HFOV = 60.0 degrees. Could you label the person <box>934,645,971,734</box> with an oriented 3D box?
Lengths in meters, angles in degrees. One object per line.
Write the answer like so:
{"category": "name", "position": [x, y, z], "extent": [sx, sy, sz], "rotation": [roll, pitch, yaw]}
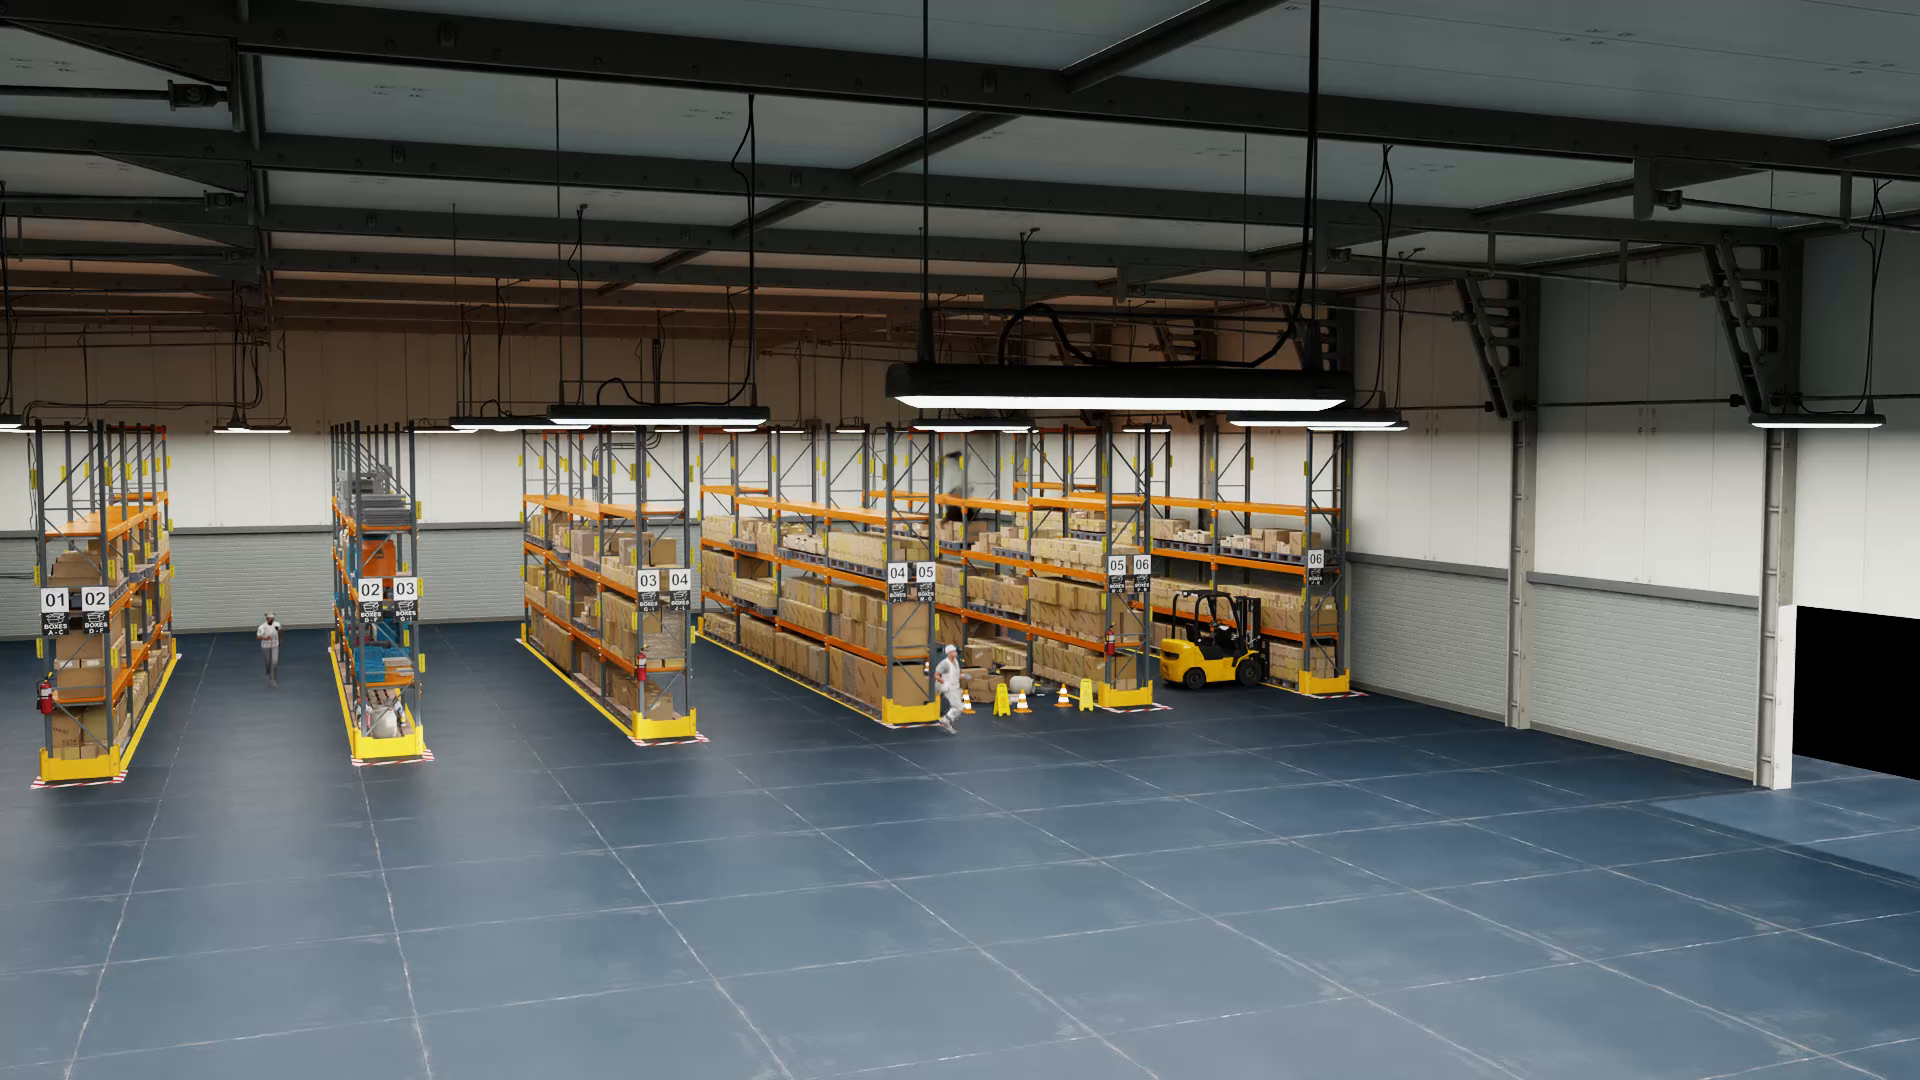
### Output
{"category": "person", "position": [-0.121, 2.865, 31.785], "extent": [0.598, 1.739, 0.670], "rotation": [2, 4, 23]}

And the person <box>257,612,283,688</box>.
{"category": "person", "position": [-15.870, 2.498, 38.251], "extent": [0.599, 1.731, 0.918], "rotation": [-2, 4, -33]}

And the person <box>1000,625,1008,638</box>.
{"category": "person", "position": [1.153, 2.065, 45.317], "extent": [0.572, 1.695, 0.673], "rotation": [-1, 4, -20]}
